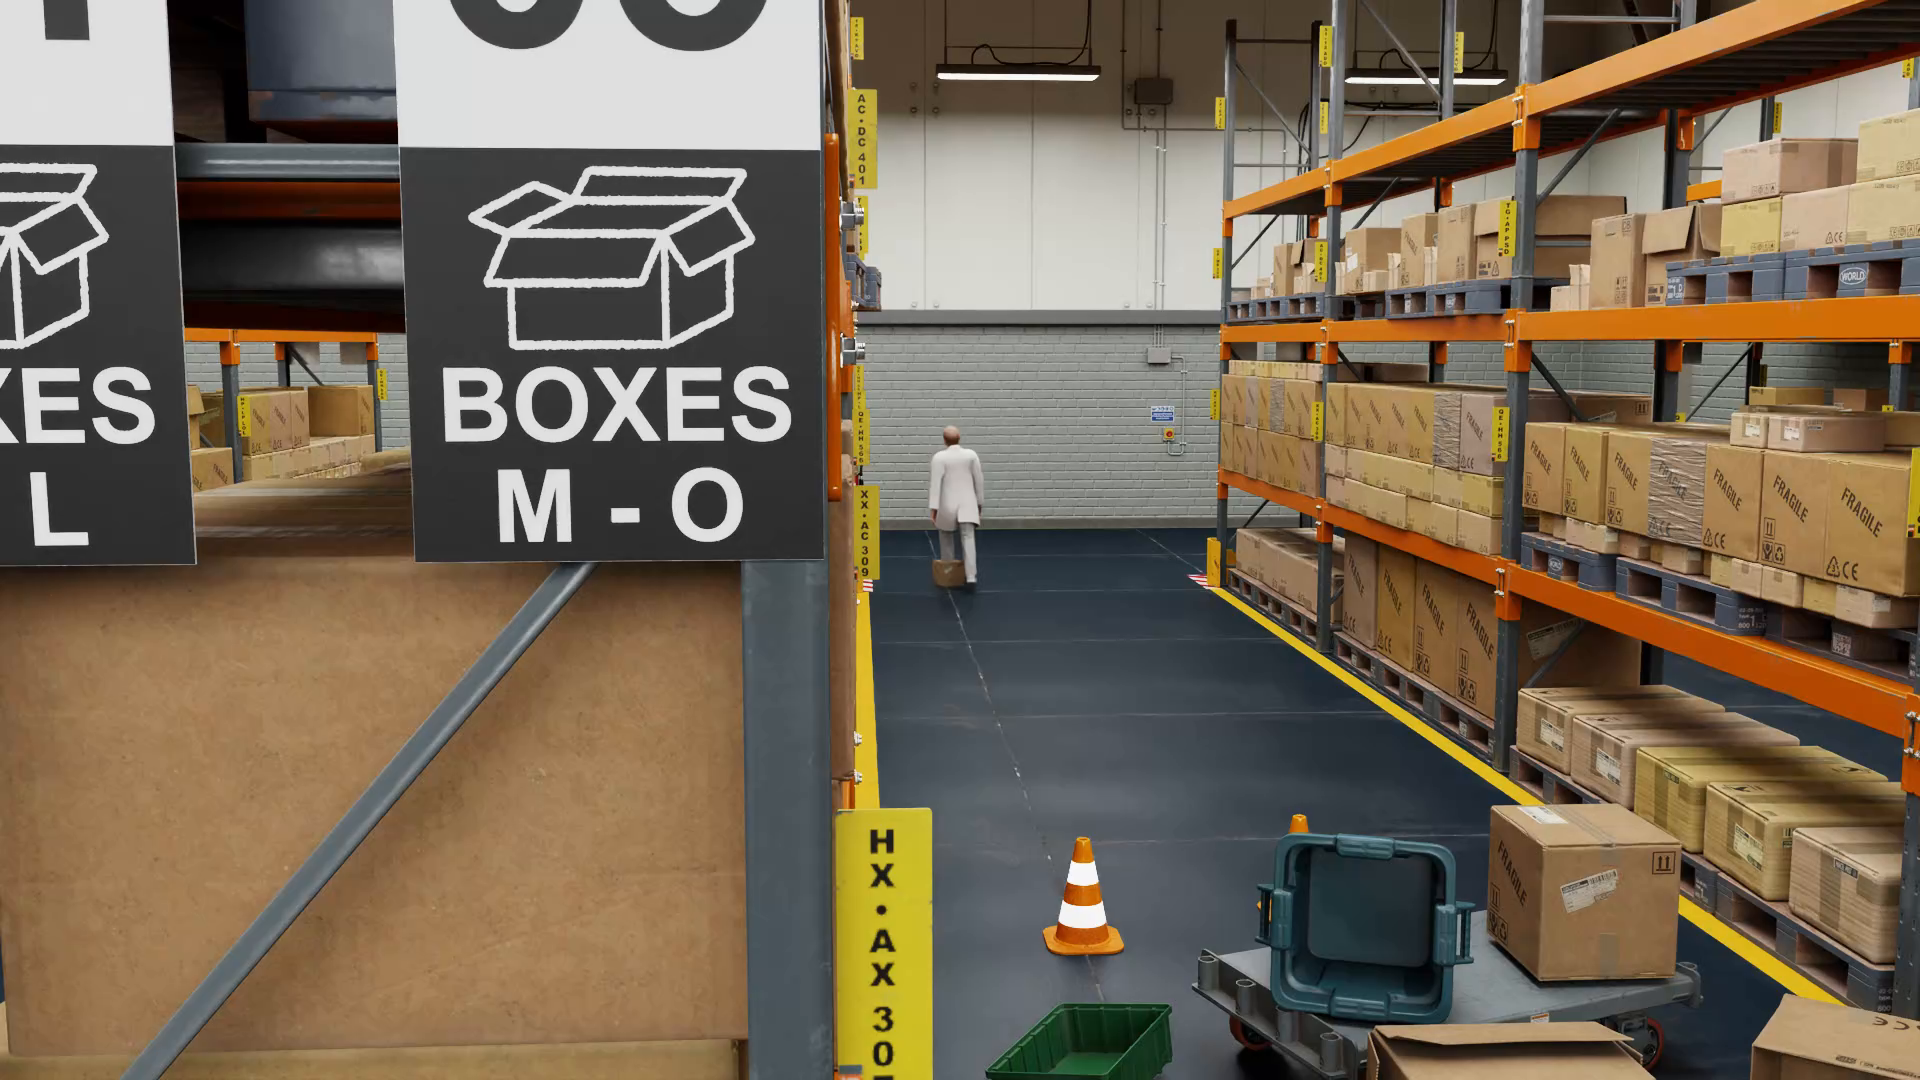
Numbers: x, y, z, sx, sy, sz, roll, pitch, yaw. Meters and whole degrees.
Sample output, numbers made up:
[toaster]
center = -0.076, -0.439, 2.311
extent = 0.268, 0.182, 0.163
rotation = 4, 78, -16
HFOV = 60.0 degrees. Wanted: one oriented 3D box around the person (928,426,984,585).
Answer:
[person]
center = -0.048, -0.379, 18.033
extent = 0.643, 1.724, 1.130
rotation = -1, 7, -9
